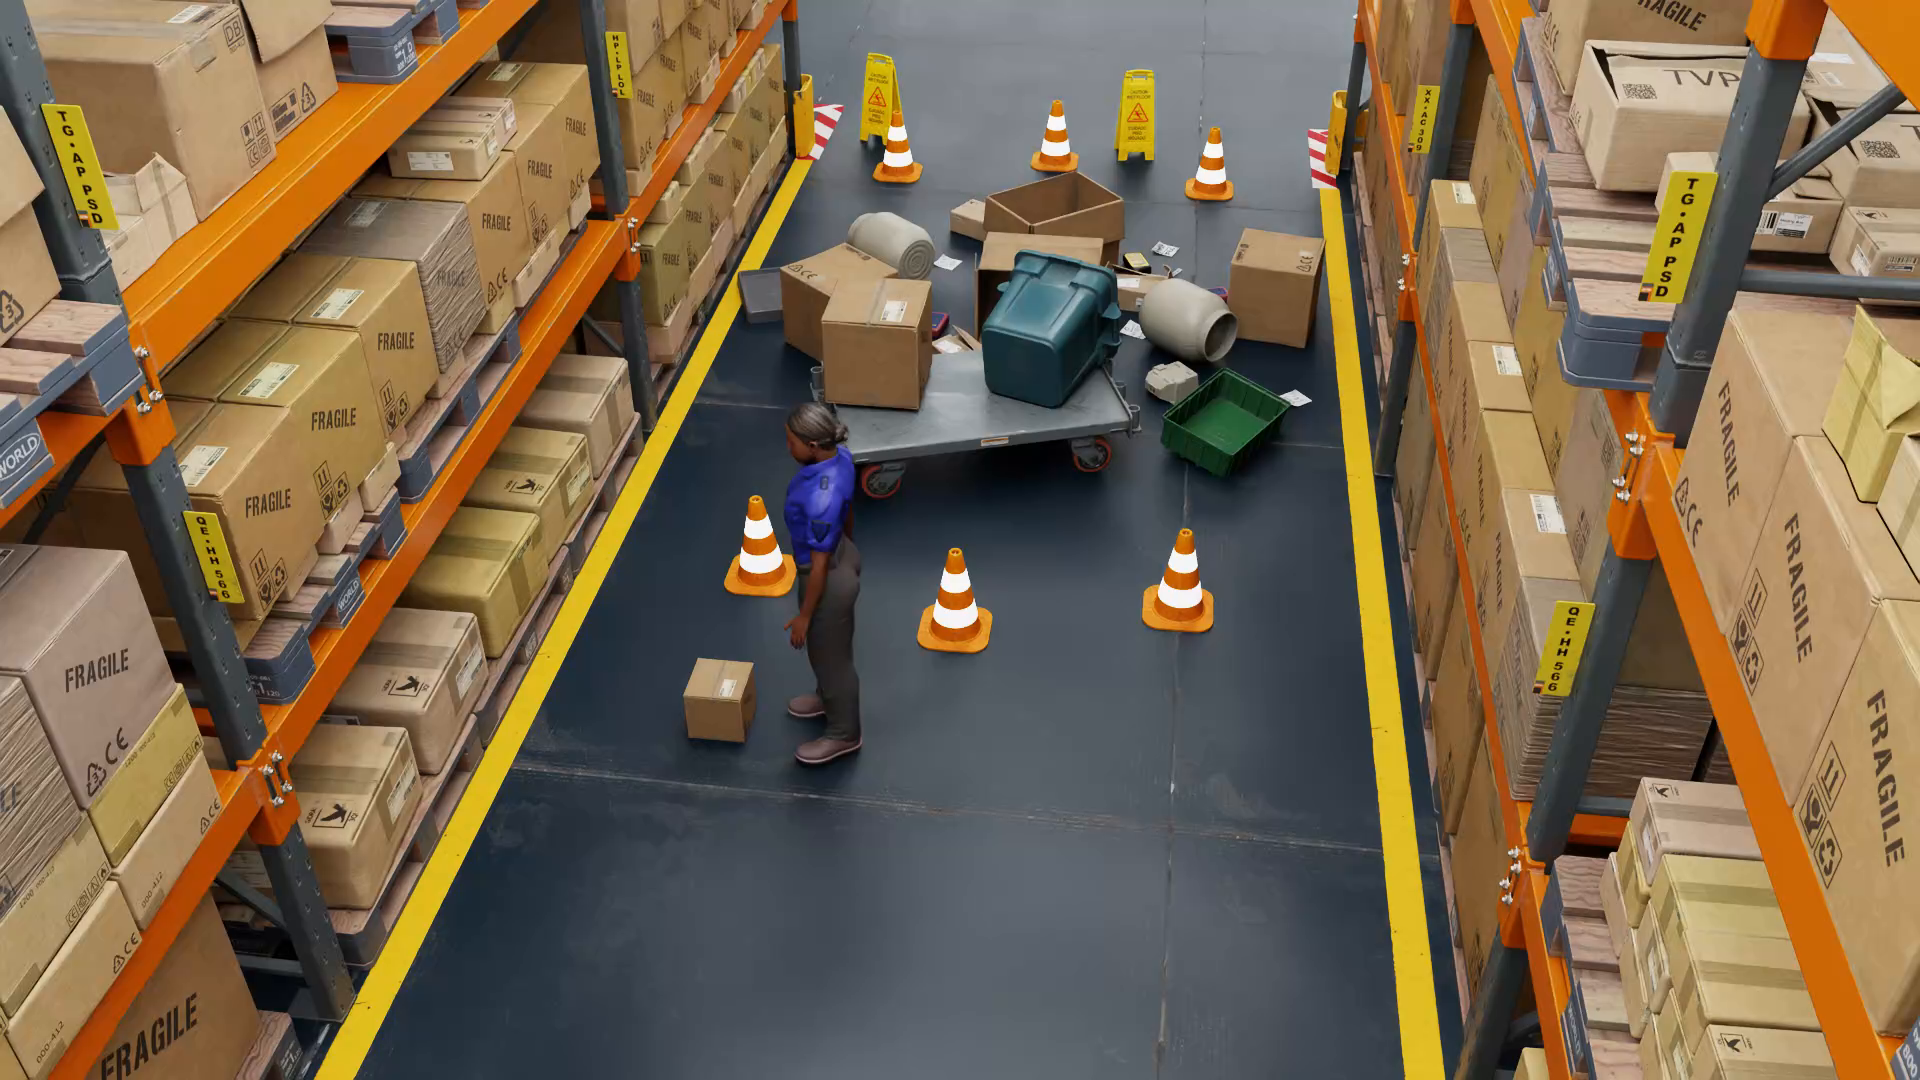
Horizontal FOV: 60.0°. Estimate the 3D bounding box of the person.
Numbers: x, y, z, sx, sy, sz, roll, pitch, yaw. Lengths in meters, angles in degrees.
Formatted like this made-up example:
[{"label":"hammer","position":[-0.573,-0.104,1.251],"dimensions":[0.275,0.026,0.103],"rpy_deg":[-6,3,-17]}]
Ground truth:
[{"label":"person","position":[-0.581,0.179,6.769],"dimensions":[0.362,1.674,0.535],"rpy_deg":[1,36,1]}]
